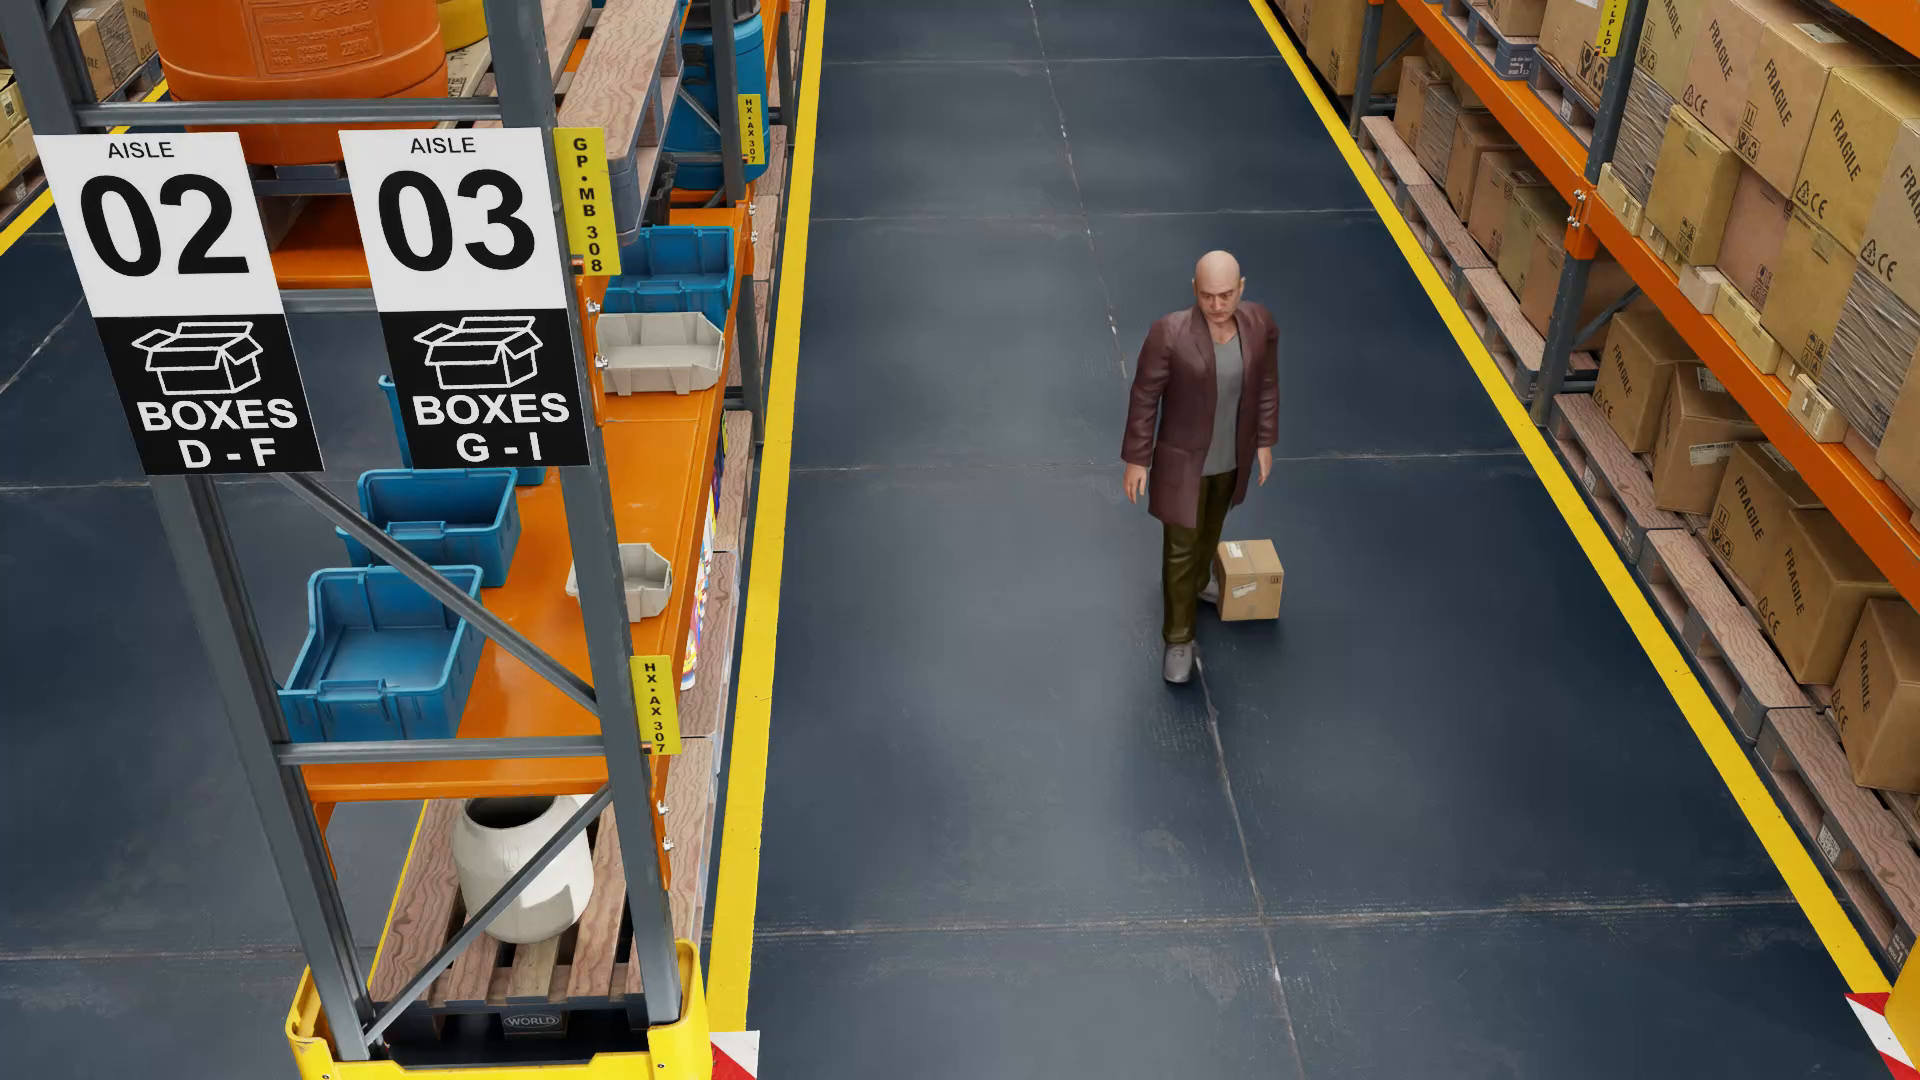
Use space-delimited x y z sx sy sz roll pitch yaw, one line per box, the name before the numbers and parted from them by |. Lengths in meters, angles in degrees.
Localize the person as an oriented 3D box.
person | 0.968 -0.328 6.625 0.652 1.777 0.686 -12 37 -17
